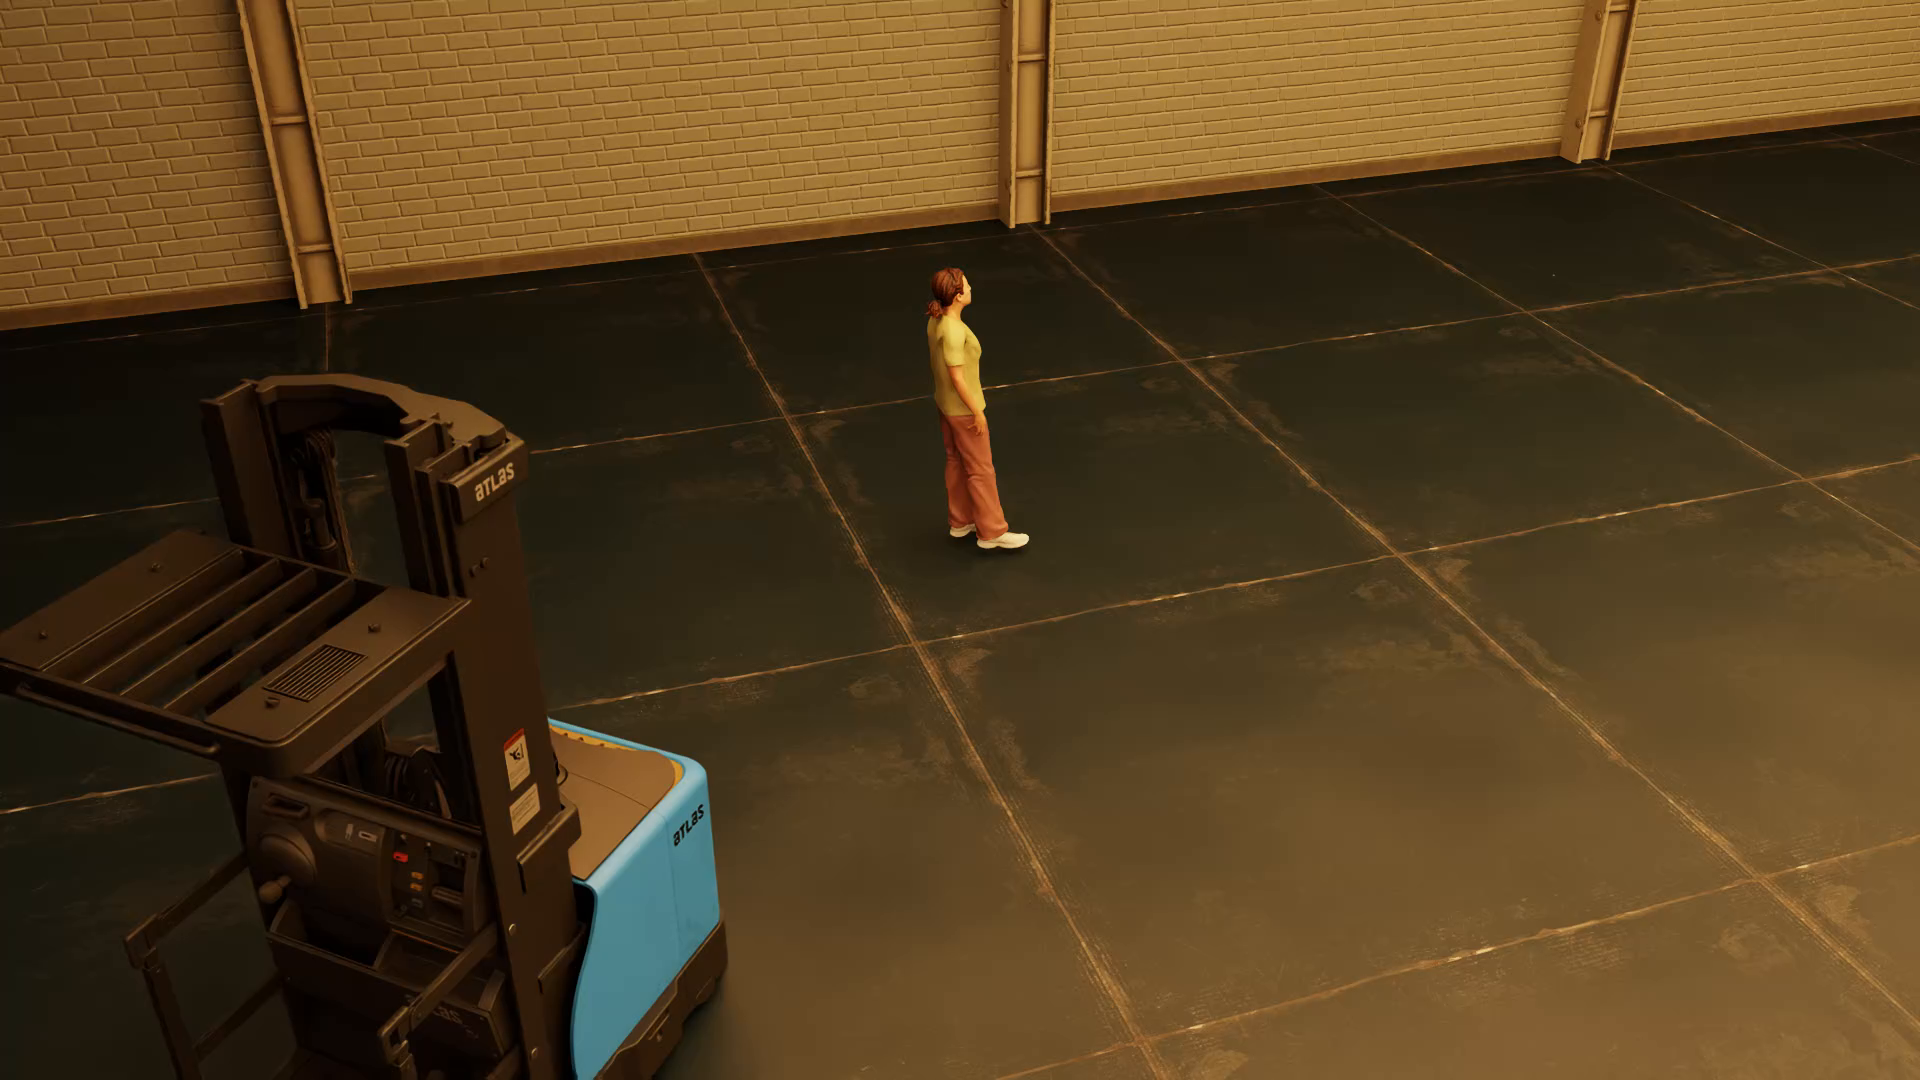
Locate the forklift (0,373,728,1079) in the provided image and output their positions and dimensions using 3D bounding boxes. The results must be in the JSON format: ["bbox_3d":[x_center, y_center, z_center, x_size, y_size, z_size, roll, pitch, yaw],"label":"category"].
[{"bbox_3d":[-2.009,1.092,5.189,1.130,2.935,3.031,12,32,20],"label":"forklift"}]

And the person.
[{"bbox_3d":[0.073,-0.774,9.595,0.548,1.675,0.552,-10,31,-16],"label":"person"}]
